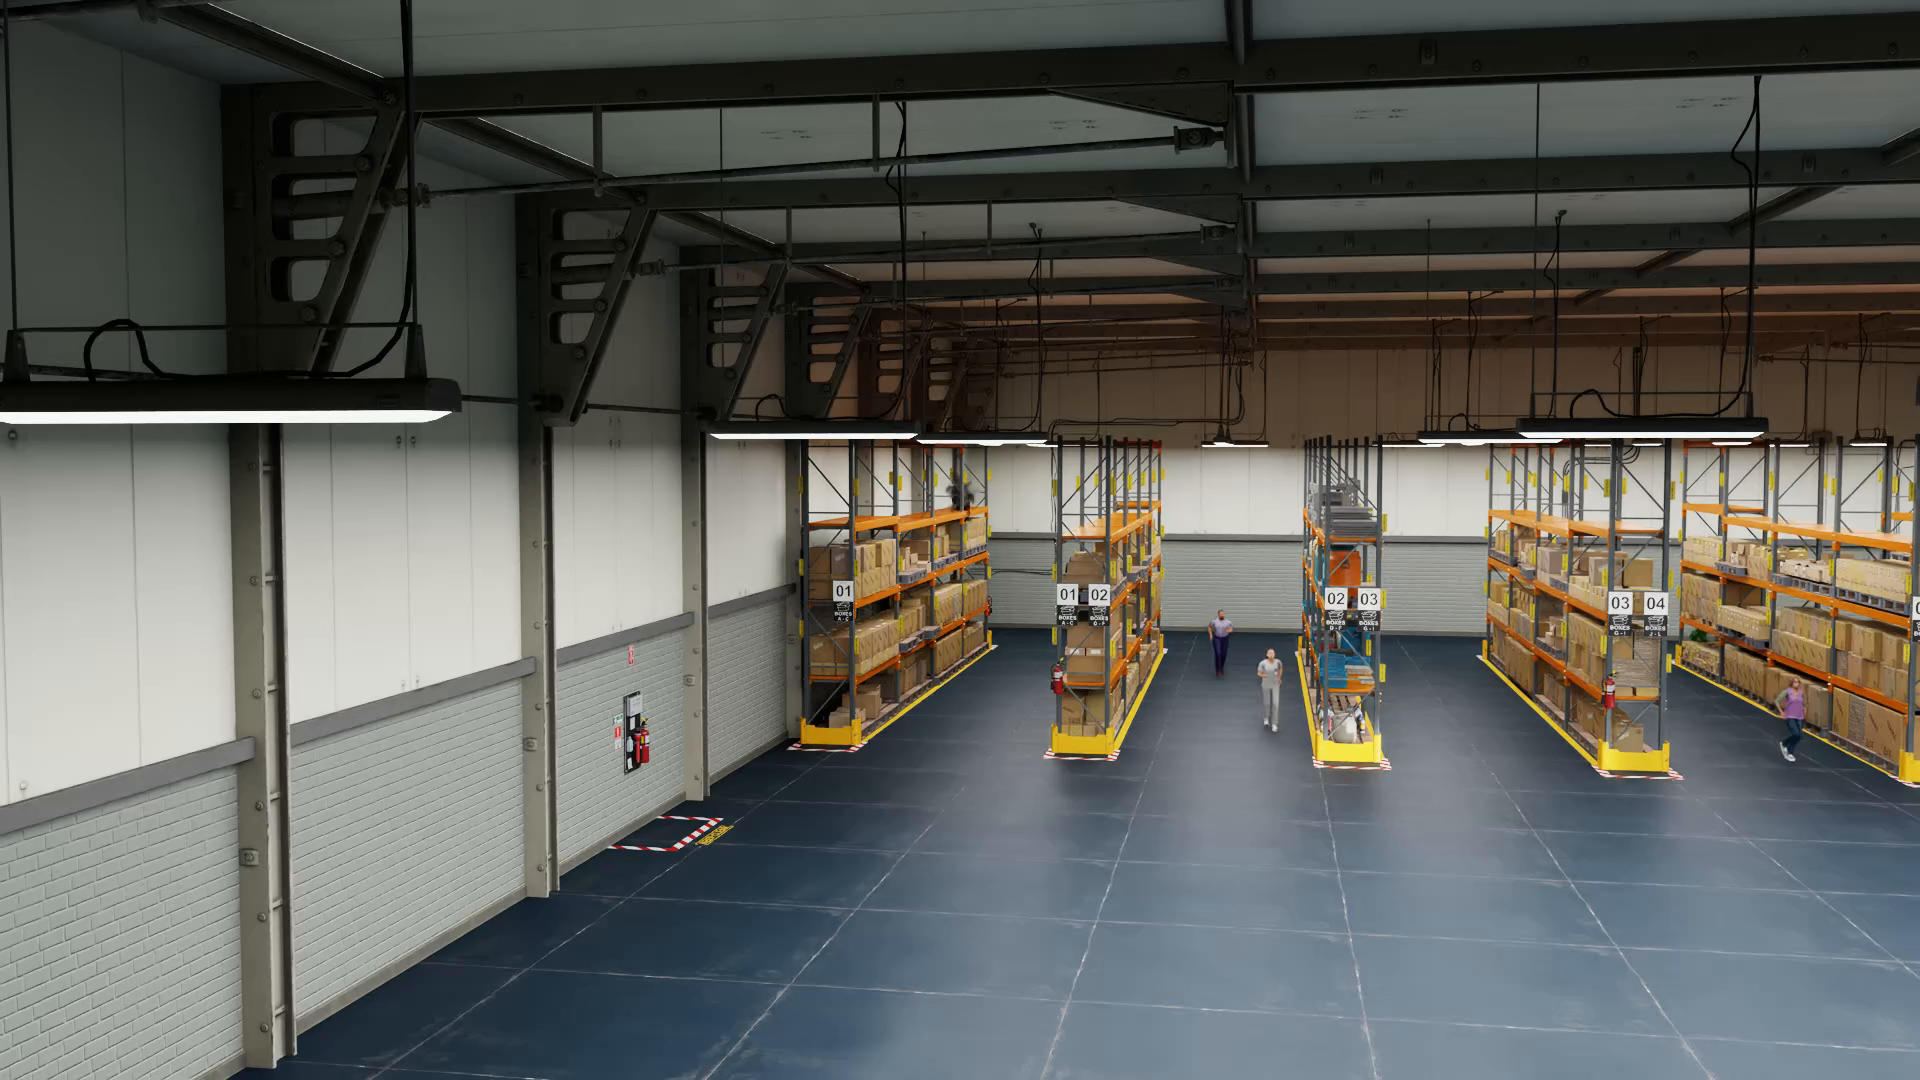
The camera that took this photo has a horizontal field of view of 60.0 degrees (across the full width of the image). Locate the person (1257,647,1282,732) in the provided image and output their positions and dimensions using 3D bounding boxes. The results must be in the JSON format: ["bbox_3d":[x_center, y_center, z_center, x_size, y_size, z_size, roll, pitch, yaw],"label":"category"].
[{"bbox_3d":[6.362,3.029,34.131,0.529,1.682,0.927,0,3,5],"label":"person"}]

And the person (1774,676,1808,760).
[{"bbox_3d":[15.313,3.287,30.517,0.522,1.559,0.549,0,3,-6],"label":"person"}]

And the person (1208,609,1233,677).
[{"bbox_3d":[6.633,2.622,42.295,0.580,1.696,0.770,0,3,-5],"label":"person"}]

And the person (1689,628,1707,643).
[{"bbox_3d":[20.291,2.387,45.491,0.810,1.819,0.669,1,3,12],"label":"person"}]
